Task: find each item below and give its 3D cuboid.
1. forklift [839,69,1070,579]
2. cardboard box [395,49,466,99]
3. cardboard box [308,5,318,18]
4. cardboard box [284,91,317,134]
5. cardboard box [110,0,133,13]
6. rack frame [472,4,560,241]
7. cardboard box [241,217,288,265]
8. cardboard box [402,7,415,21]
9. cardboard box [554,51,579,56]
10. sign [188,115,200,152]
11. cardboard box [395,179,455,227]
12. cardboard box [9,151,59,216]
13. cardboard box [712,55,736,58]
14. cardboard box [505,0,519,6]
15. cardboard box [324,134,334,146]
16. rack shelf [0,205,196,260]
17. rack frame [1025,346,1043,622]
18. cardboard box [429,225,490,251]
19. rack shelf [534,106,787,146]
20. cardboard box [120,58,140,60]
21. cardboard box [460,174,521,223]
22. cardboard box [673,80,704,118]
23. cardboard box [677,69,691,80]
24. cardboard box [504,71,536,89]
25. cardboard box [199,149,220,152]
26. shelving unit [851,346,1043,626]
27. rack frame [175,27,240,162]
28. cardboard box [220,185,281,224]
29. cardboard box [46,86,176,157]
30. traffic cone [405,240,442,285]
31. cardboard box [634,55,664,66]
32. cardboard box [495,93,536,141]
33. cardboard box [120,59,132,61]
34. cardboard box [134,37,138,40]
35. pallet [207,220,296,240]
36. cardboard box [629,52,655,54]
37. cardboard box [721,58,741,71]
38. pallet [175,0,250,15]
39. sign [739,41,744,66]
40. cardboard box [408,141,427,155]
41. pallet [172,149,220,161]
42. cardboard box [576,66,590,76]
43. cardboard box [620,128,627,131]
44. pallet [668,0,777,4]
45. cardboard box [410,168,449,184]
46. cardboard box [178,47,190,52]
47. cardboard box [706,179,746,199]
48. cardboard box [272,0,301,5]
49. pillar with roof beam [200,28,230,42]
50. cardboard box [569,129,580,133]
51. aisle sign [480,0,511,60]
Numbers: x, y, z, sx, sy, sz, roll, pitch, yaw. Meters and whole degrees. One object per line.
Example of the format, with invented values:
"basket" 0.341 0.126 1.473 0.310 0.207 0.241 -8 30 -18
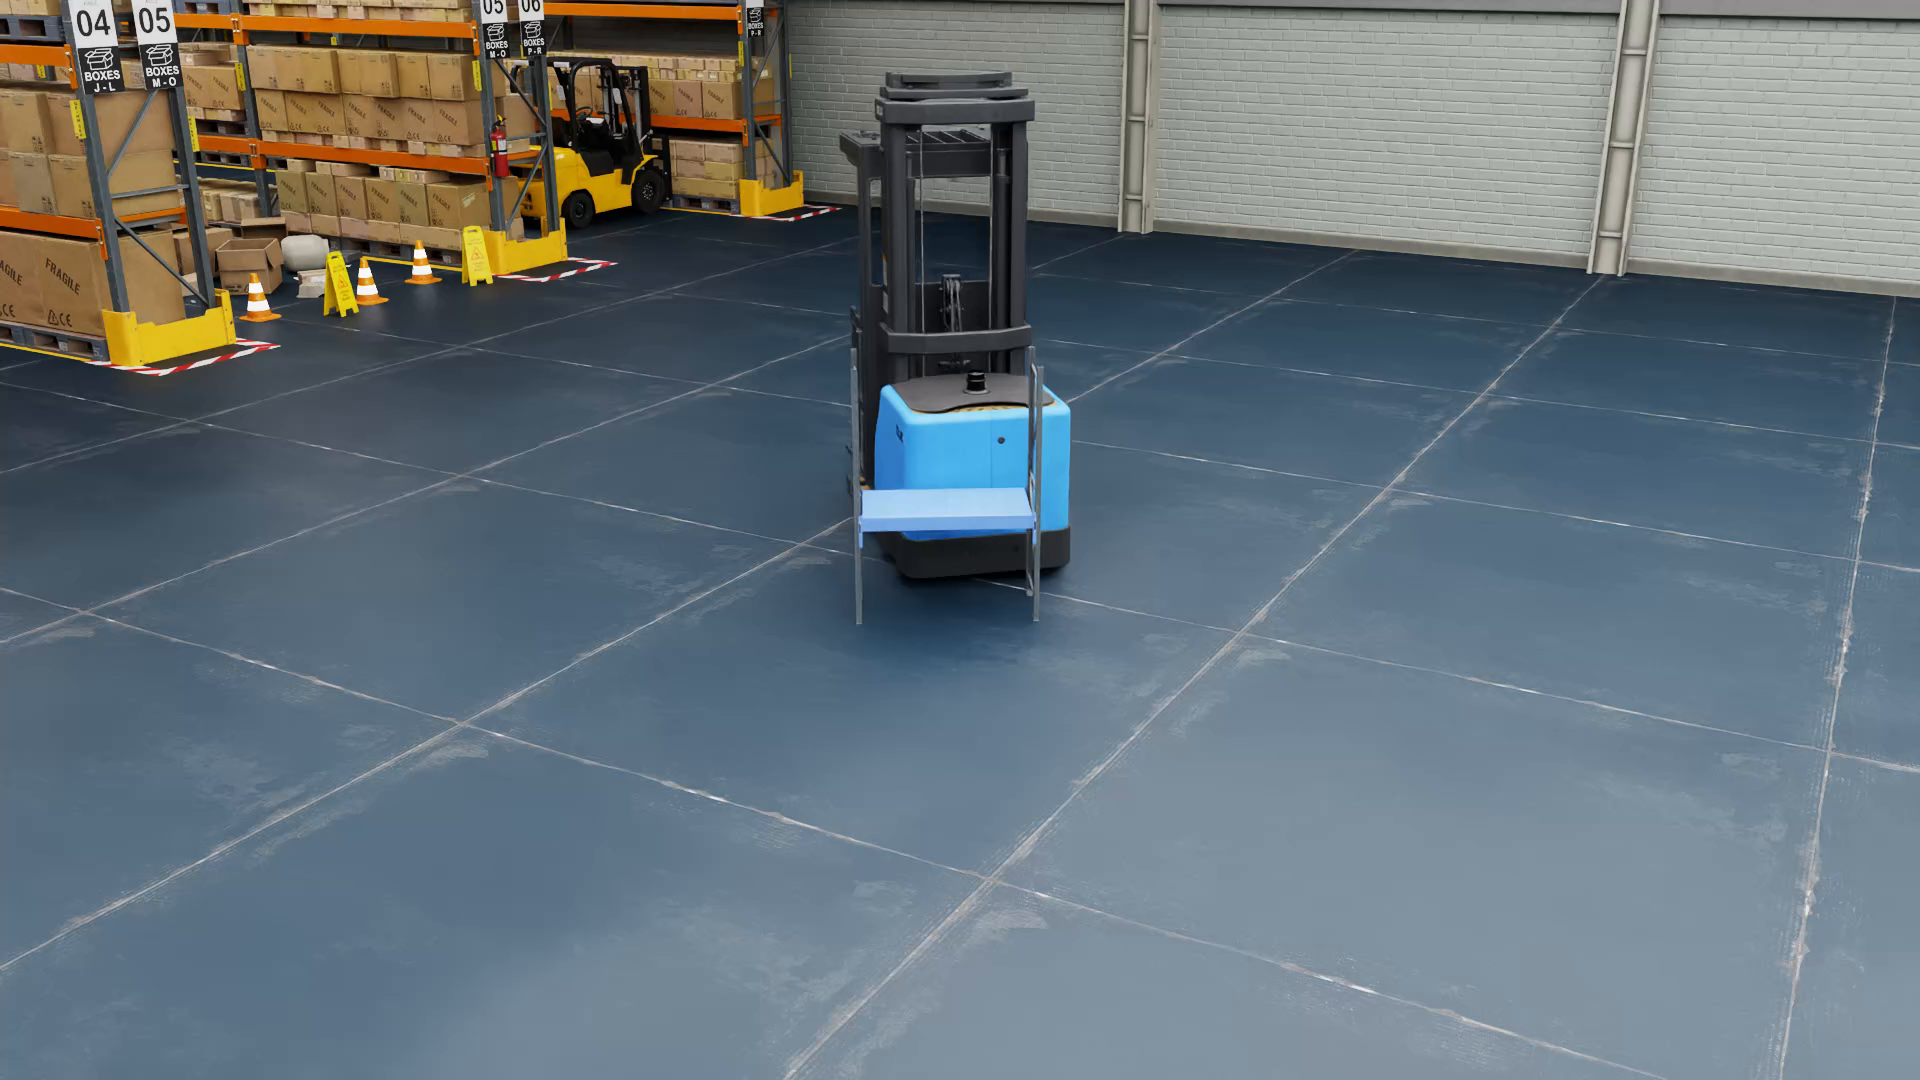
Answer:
"forklift" -0.168 -1.613 11.013 1.130 2.935 3.031 -5 20 -13
"cardboard box" -6.127 -5.447 19.434 0.500 0.500 0.700 11 23 28
"cardboard box" -7.577 -6.347 19.932 0.250 0.149 0.380 10 22 26
"cardboard box" -7.931 -5.303 20.504 0.500 0.500 0.500 11 23 27
"cardboard box" -7.605 -4.882 15.133 0.250 0.149 0.380 11 23 28
"rack frame" -5.136 -4.684 19.379 0.127 3.000 1.000 11 23 27
"cardboard box" -8.356 -3.592 20.031 0.500 0.500 0.500 -7 21 -20
"cardboard box" -6.221 -6.100 19.252 0.250 0.149 0.380 11 23 28
"cardboard box" -5.796 -7.167 24.689 0.250 0.149 0.380 11 23 28
"sign" -7.186 -3.802 15.562 0.005 0.325 0.100 11 23 27
"cardboard box" -6.420 -4.083 20.038 0.500 0.500 0.500 12 23 29
"cardboard box" -8.299 -3.397 15.612 0.550 0.550 0.875 11 23 27
"cardboard box" -3.357 -6.867 23.863 0.250 0.149 0.380 11 23 28
"cardboard box" -5.445 -6.326 19.292 0.500 0.250 0.500 10 22 26
"cardboard box" -7.570 -4.935 20.440 0.250 0.149 0.380 11 23 27
"rack shelf" -9.208 -3.188 16.310 4.000 0.370 1.077 11 23 27
"rack frame" 0.425 -0.319 9.545 0.032 1.500 0.500 -1 20 -3
"cardboard box" -5.994 -3.647 19.937 0.500 0.250 0.500 11 23 27
"rack shelf" -4.465 -6.157 24.494 4.000 0.370 1.077 11 23 27
"cardboard box" -11.131 -6.323 22.699 0.500 0.500 0.500 10 22 26
"cardboard box" -5.727 -4.162 20.256 0.500 0.500 0.500 10 22 26
"cardboard box" -3.725 -6.302 23.693 0.500 0.500 0.500 12 23 29
"cardboard box" -3.803 -6.628 23.641 0.250 0.149 0.380 11 22 27
"cardboard box" -6.764 -6.998 25.244 0.500 0.250 0.500 10 22 26
"cardboard box" -12.882 -7.033 28.904 0.500 0.500 0.500 12 23 30
"shelving unit" -0.083 -0.309 9.519 1.048 1.500 0.538 -1 20 -3
"rack frame" -13.195 -8.158 28.956 0.127 3.000 1.000 11 23 27
"cardboard box" -9.087 -4.398 21.828 0.625 0.372 0.950 11 23 28
"cardboard box" -7.767 -3.845 15.263 0.550 0.550 0.875 11 23 27
"traffic cone" -6.141 -3.179 18.950 0.334 0.463 0.336 11 23 27
"cardboard box" -4.476 -6.904 23.966 0.250 0.149 0.380 11 23 28
"cardboard box" -5.414 -5.032 19.756 0.500 0.500 0.500 10 22 26
"cardboard box" -11.382 -6.170 22.278 0.500 0.500 0.500 12 23 30
"cardboard box" -14.365 -8.907 29.704 0.500 0.500 0.500 10 22 26
"pallet" -9.309 -4.167 22.044 1.213 0.211 1.003 11 23 27
"cardboard box" -4.682 -7.134 24.598 0.250 0.149 0.380 11 22 27
"cardboard box" -3.134 -6.651 23.267 0.250 0.149 0.380 11 23 27
"pallet" -9.115 -6.805 21.104 1.003 0.211 1.213 11 23 27
"sign" -2.996 -6.659 22.778 0.005 0.325 0.100 11 23 27
"cardboard box" -6.295 -4.656 19.671 0.250 0.149 0.380 11 23 28
"pallet" -13.794 -6.961 29.747 1.213 0.211 1.003 11 23 27
"cardboard box" -5.414 -6.907 24.411 0.250 0.149 0.380 11 23 28
"cardboard box" -5.237 -6.098 25.228 0.500 0.250 0.500 10 22 27
"pallet" -3.323 -7.656 23.303 1.213 0.211 1.003 11 23 27
"cardboard box" -6.316 -4.343 19.804 0.250 0.149 0.380 12 23 29
"cardboard box" -10.555 -6.516 22.278 0.250 0.149 0.380 10 22 25
"cardboard box" -3.283 -5.051 23.808 0.500 0.250 0.500 11 23 28
"cardboard box" -7.923 -6.591 20.021 0.500 0.250 0.500 11 22 27
"pillar with roof beam" -15.463 -10.081 25.459 0.400 9.000 9.100 11 23 27
"cardboard box" -5.942 -6.029 25.036 0.500 0.250 0.500 10 22 26
"aisle sign" -5.224 -5.809 18.669 0.004 0.787 0.394 11 23 27
